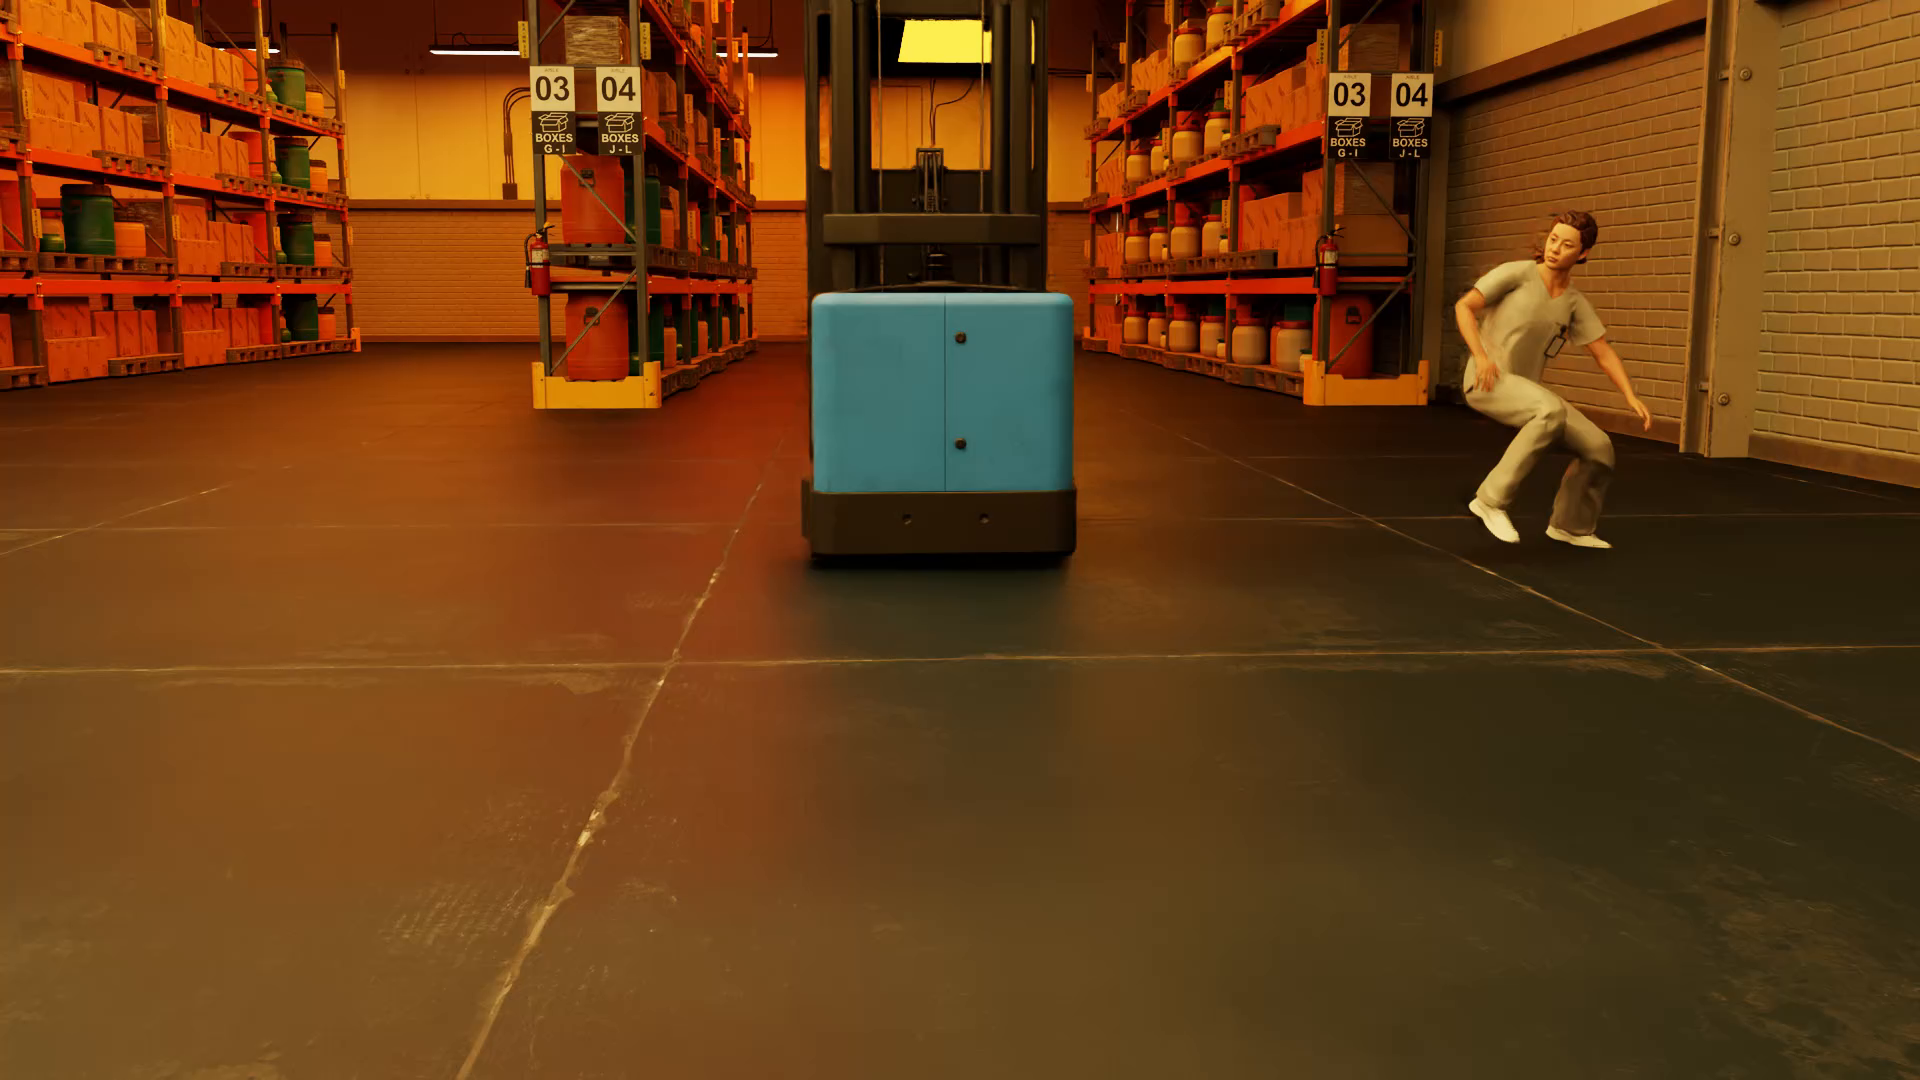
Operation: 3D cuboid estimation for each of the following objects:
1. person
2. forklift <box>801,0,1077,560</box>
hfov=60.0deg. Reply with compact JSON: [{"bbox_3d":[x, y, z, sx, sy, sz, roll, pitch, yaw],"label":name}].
[{"bbox_3d":[2.430,-0.630,6.892,0.764,1.446,0.597,-4,10,-27],"label":"person"},{"bbox_3d":[-0.170,-1.548,7.758,1.130,2.935,3.031,-1,8,-4],"label":"forklift"}]
